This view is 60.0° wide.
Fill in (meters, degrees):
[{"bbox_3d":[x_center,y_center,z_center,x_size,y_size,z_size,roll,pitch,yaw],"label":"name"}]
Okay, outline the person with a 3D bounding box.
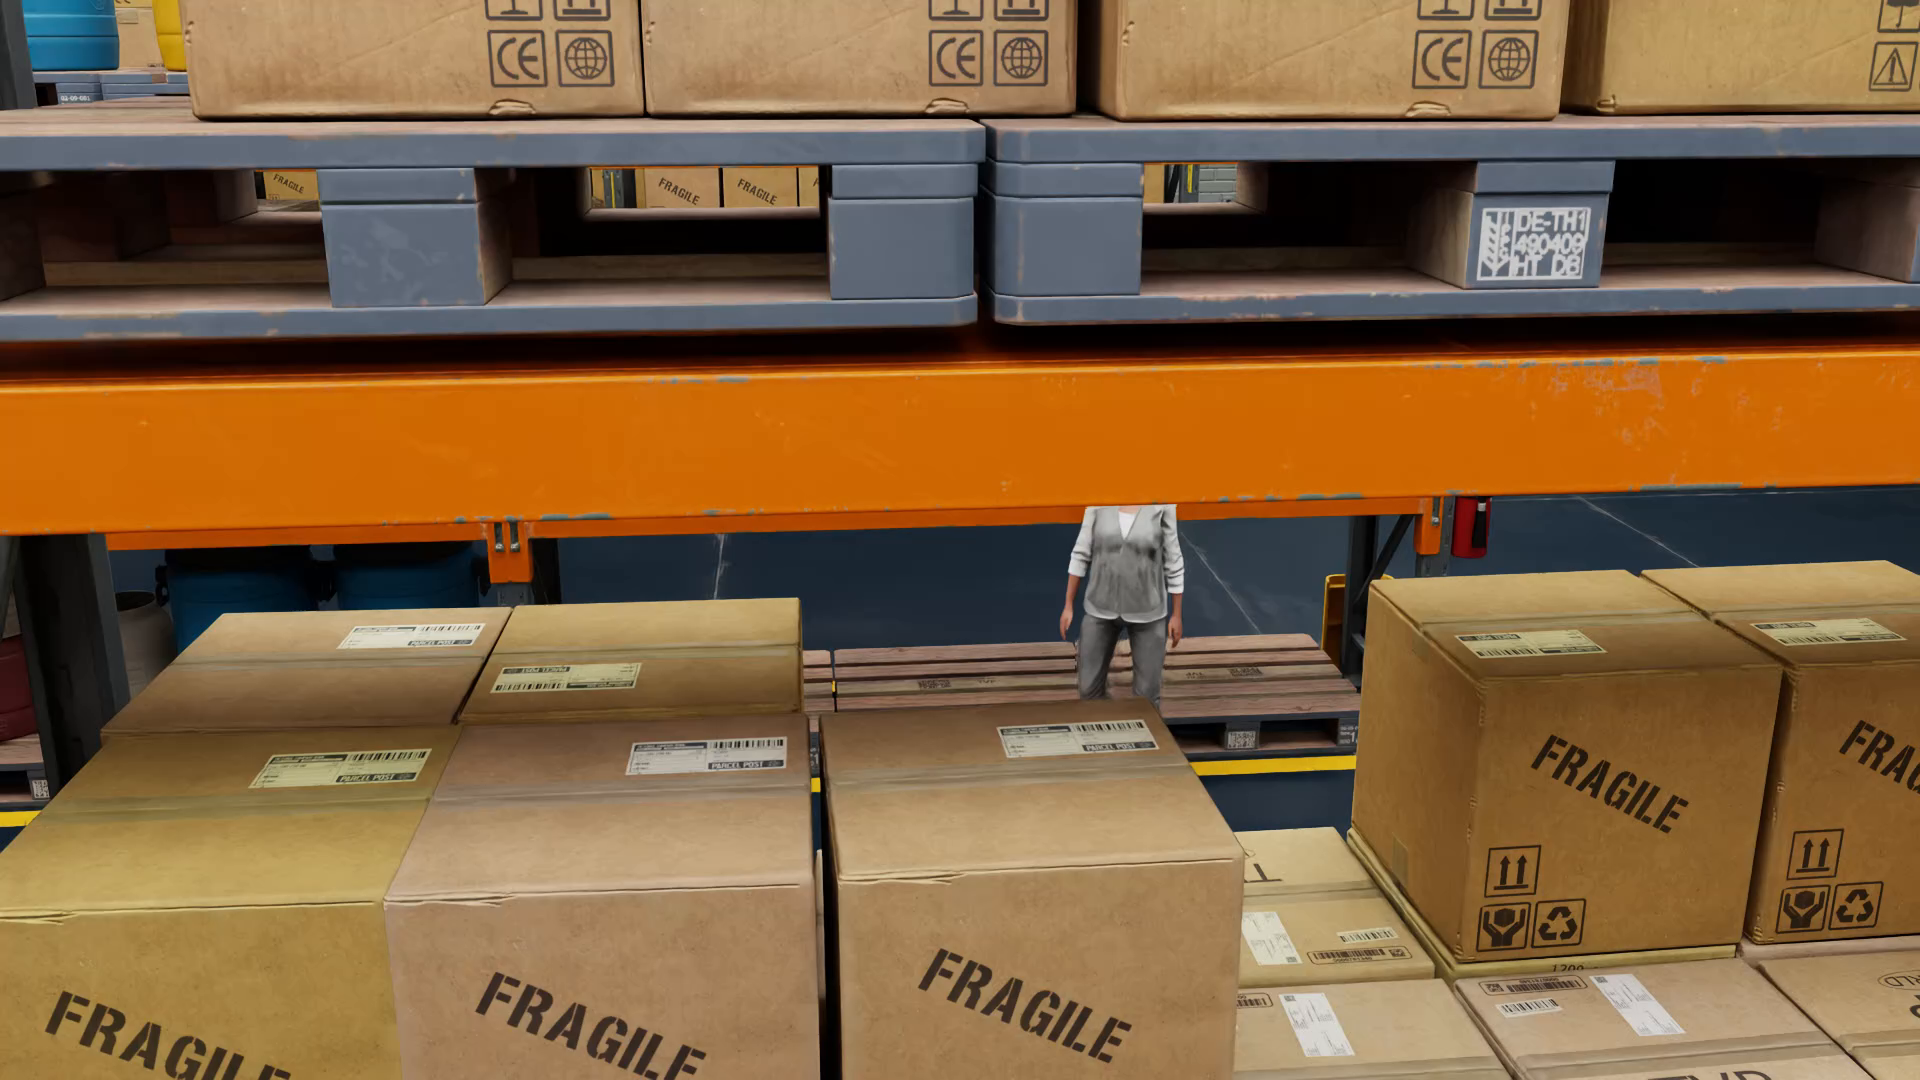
[{"bbox_3d":[0.682,0.339,6.994,0.503,1.626,0.317,4,18,14],"label":"person"}]
